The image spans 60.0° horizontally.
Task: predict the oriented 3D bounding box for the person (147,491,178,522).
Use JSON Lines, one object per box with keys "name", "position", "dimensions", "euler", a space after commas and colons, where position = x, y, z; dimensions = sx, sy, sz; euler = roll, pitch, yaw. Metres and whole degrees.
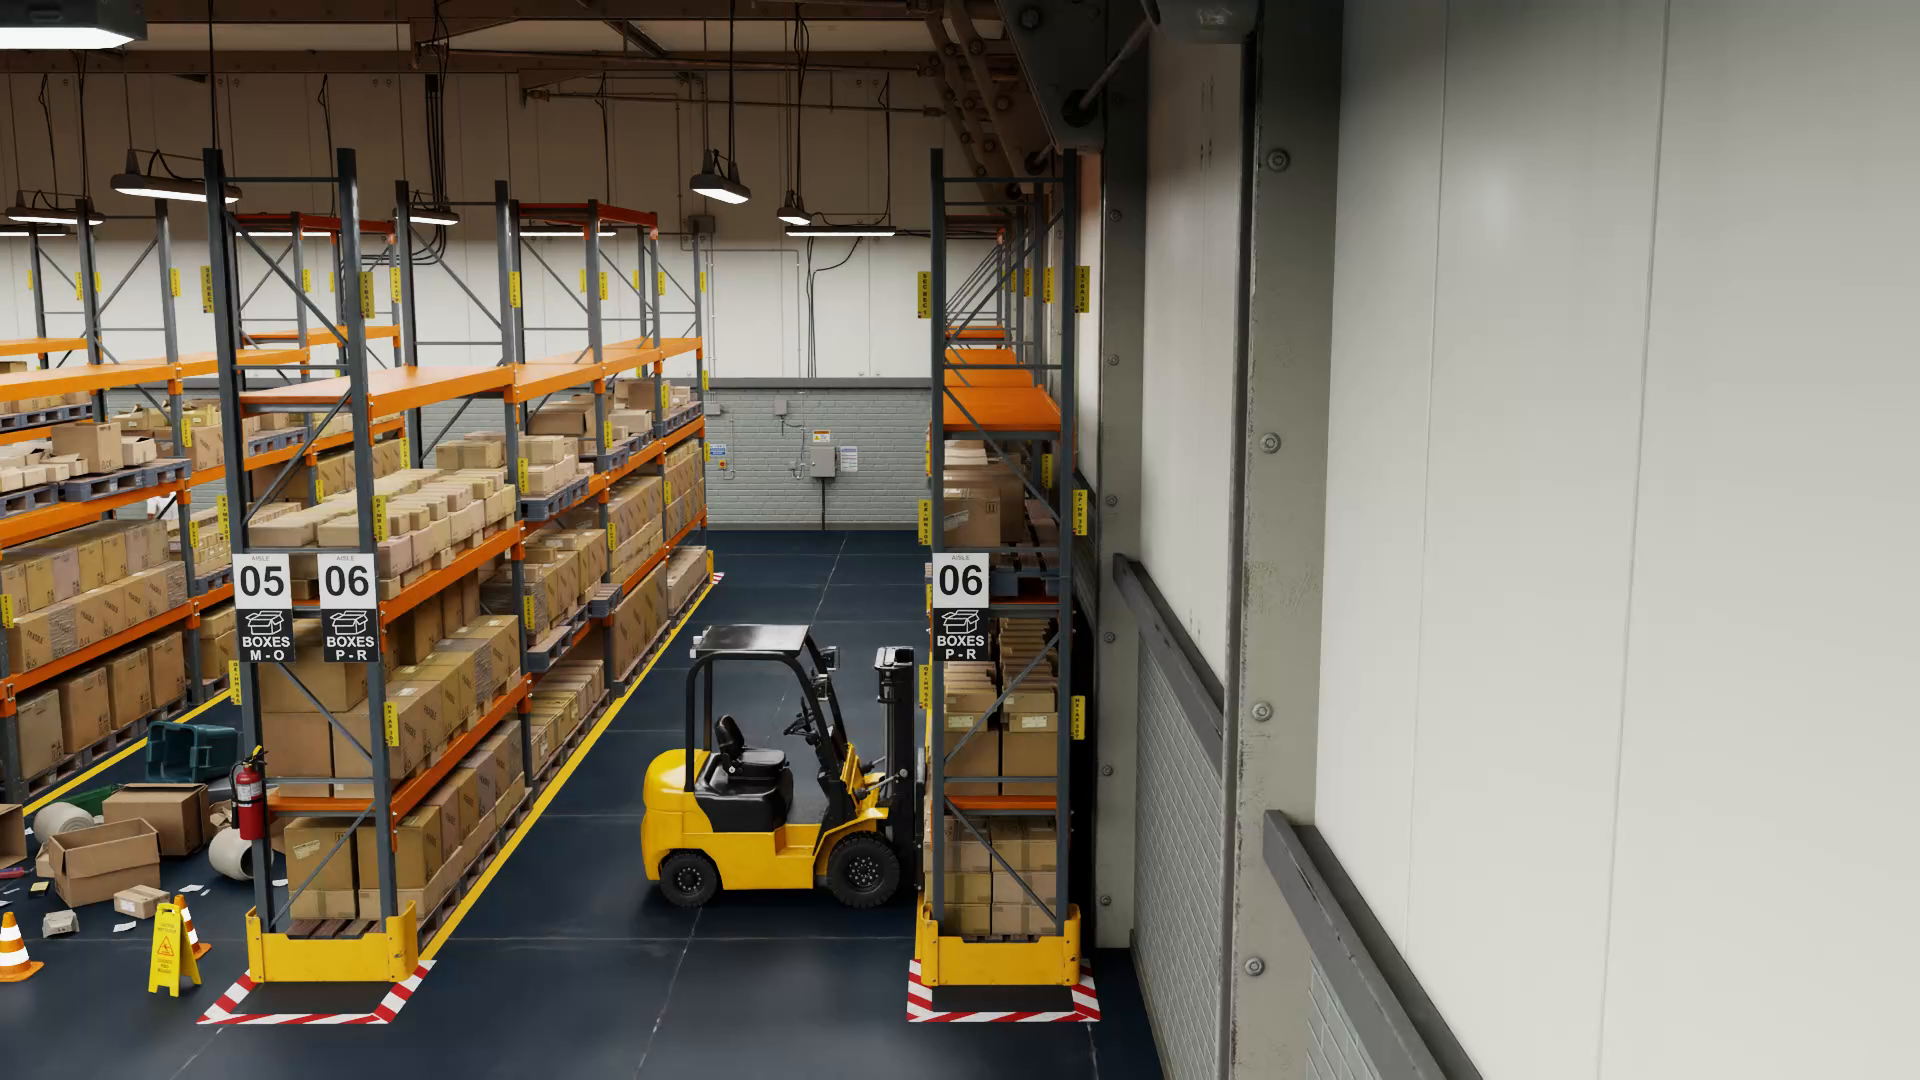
{"name": "person", "position": [-13.528, -0.237, 28.555], "dimensions": [0.735, 1.695, 0.608], "euler": [-8, 12, -41]}
